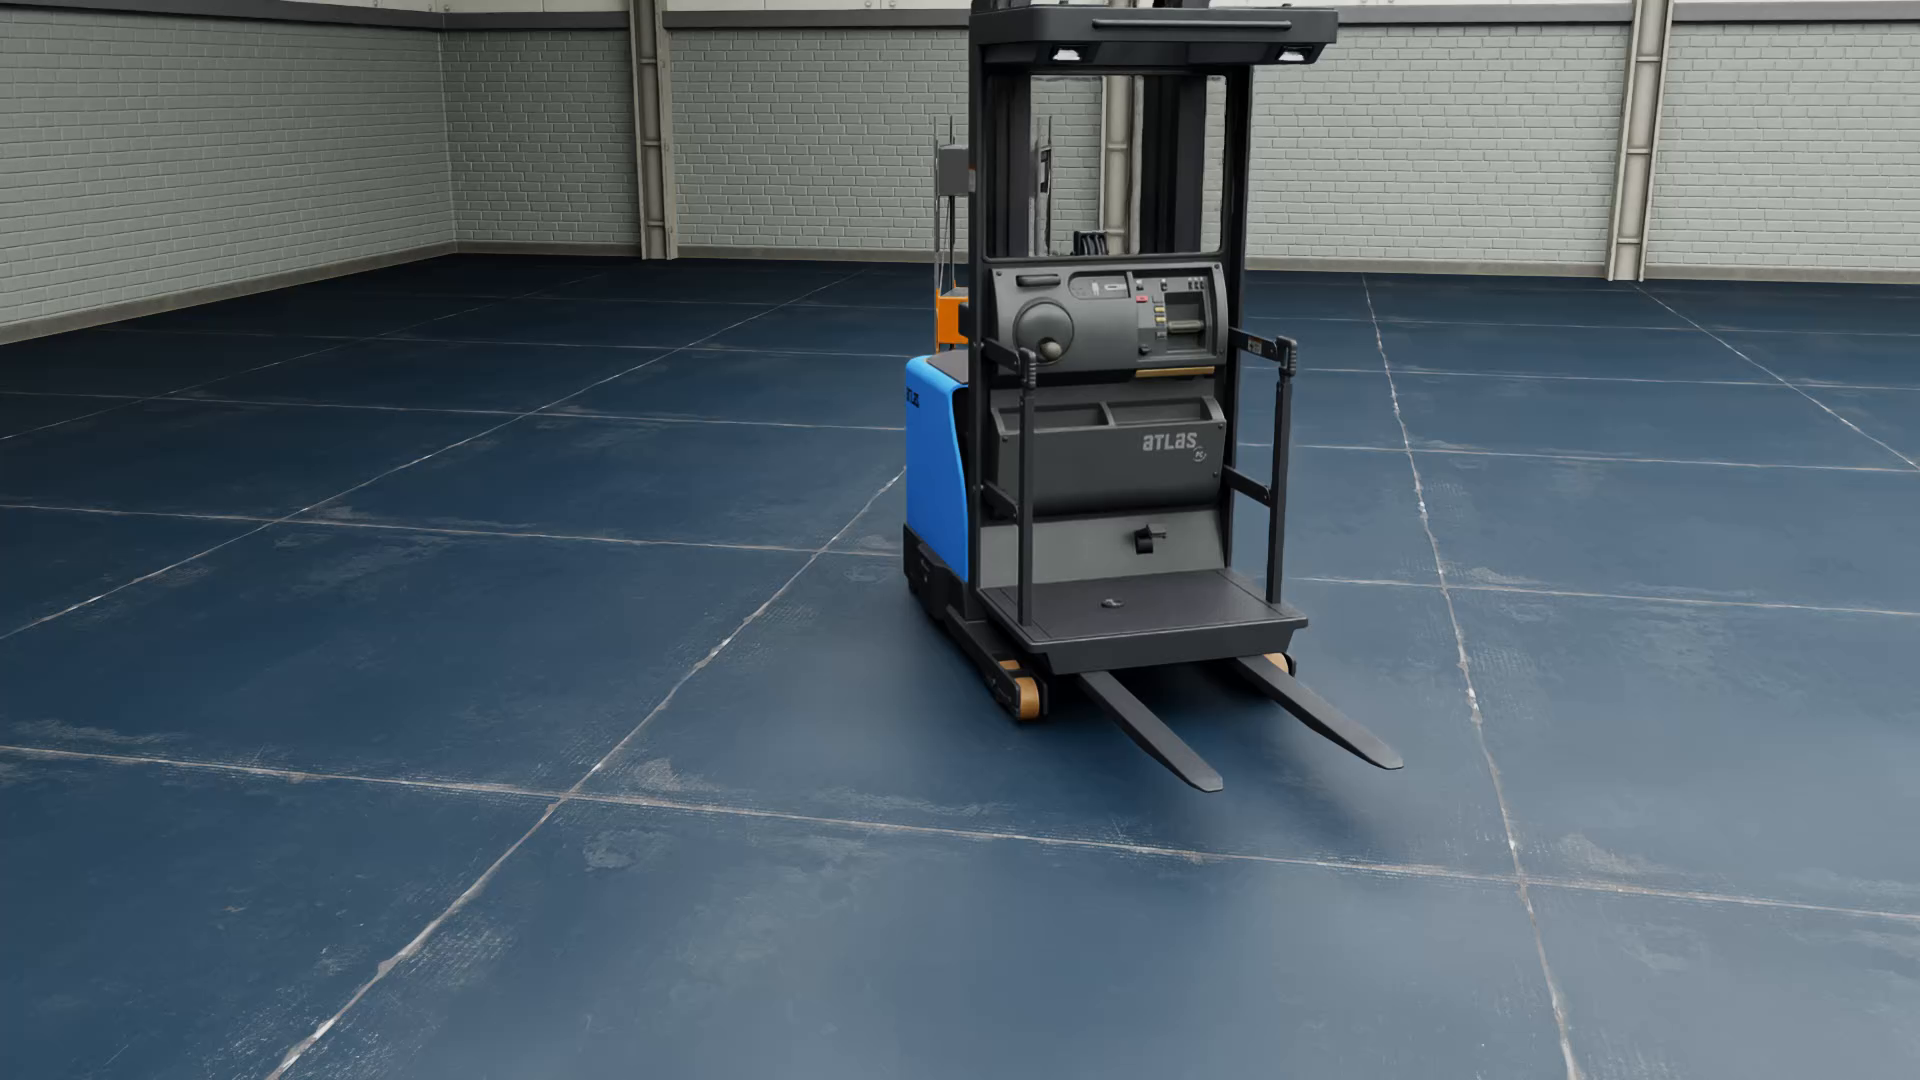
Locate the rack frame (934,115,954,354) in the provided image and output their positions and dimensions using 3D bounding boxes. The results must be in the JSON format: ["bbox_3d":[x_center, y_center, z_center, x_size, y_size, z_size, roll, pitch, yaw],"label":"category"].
[{"bbox_3d":[-0.077,-1.016,8.227,0.015,2.100,0.400,3,16,11],"label":"rack frame"}]

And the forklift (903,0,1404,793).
[{"bbox_3d":[0.636,-0.863,6.116,1.130,2.935,3.031,-4,16,-15],"label":"forklift"}]

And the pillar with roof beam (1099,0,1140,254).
[{"bbox_3d":[1.075,-6.602,15.469,0.400,9.000,9.100,3,16,11],"label":"pillar with roof beam"}]

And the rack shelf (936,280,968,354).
[{"bbox_3d":[0.162,-0.990,8.184,0.480,0.518,0.431,3,16,11],"label":"rack shelf"}]

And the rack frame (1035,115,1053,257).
[{"bbox_3d":[0.401,-0.990,8.133,0.015,2.100,0.400,3,16,11],"label":"rack frame"}]

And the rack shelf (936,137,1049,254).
[{"bbox_3d":[0.162,-1.665,7.997,0.480,0.518,0.431,3,16,11],"label":"rack shelf"}]

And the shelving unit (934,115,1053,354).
[{"bbox_3d":[0.162,-1.003,8.180,0.503,2.100,0.431,3,16,11],"label":"shelving unit"}]

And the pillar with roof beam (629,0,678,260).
[{"bbox_3d":[-4.804,-6.921,16.621,0.400,9.000,9.100,3,16,11],"label":"pillar with roof beam"}]

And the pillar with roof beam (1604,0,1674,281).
[{"bbox_3d":[6.955,-6.283,14.317,0.400,9.000,9.100,3,16,11],"label":"pillar with roof beam"}]
